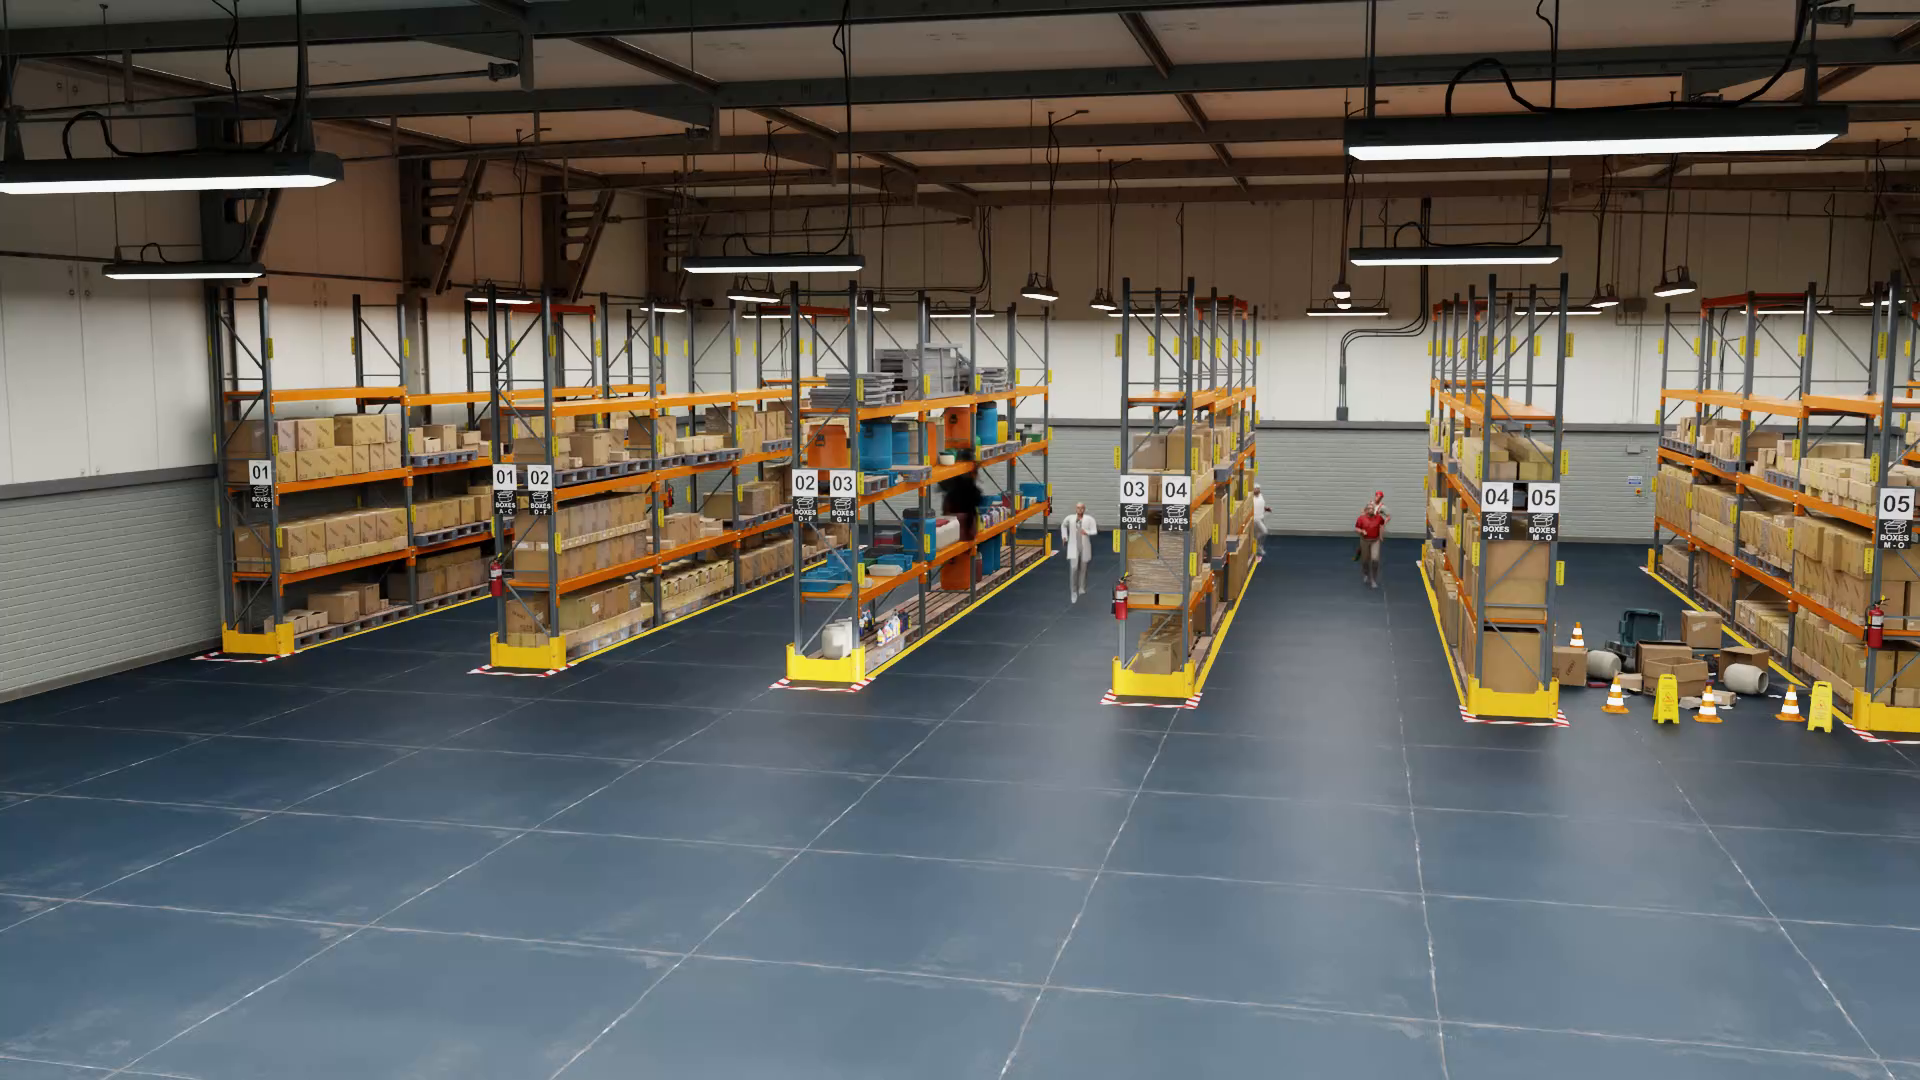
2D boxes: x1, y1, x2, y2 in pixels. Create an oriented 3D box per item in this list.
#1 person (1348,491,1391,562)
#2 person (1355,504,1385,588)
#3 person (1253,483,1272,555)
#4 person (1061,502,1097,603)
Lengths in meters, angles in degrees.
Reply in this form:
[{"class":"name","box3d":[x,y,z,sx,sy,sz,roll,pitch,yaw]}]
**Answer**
[{"class":"person","box3d":[9.606,-0.321,39.024,0.848,1.687,0.849,-4,8,-31]},{"class":"person","box3d":[8.668,0.115,35.209,0.601,1.786,0.880,2,7,17]},{"class":"person","box3d":[7.214,-0.509,40.396,0.667,1.763,0.706,6,9,41]},{"class":"person","box3d":[2.265,0.174,31.606,0.669,1.800,0.777,0,7,1]}]
